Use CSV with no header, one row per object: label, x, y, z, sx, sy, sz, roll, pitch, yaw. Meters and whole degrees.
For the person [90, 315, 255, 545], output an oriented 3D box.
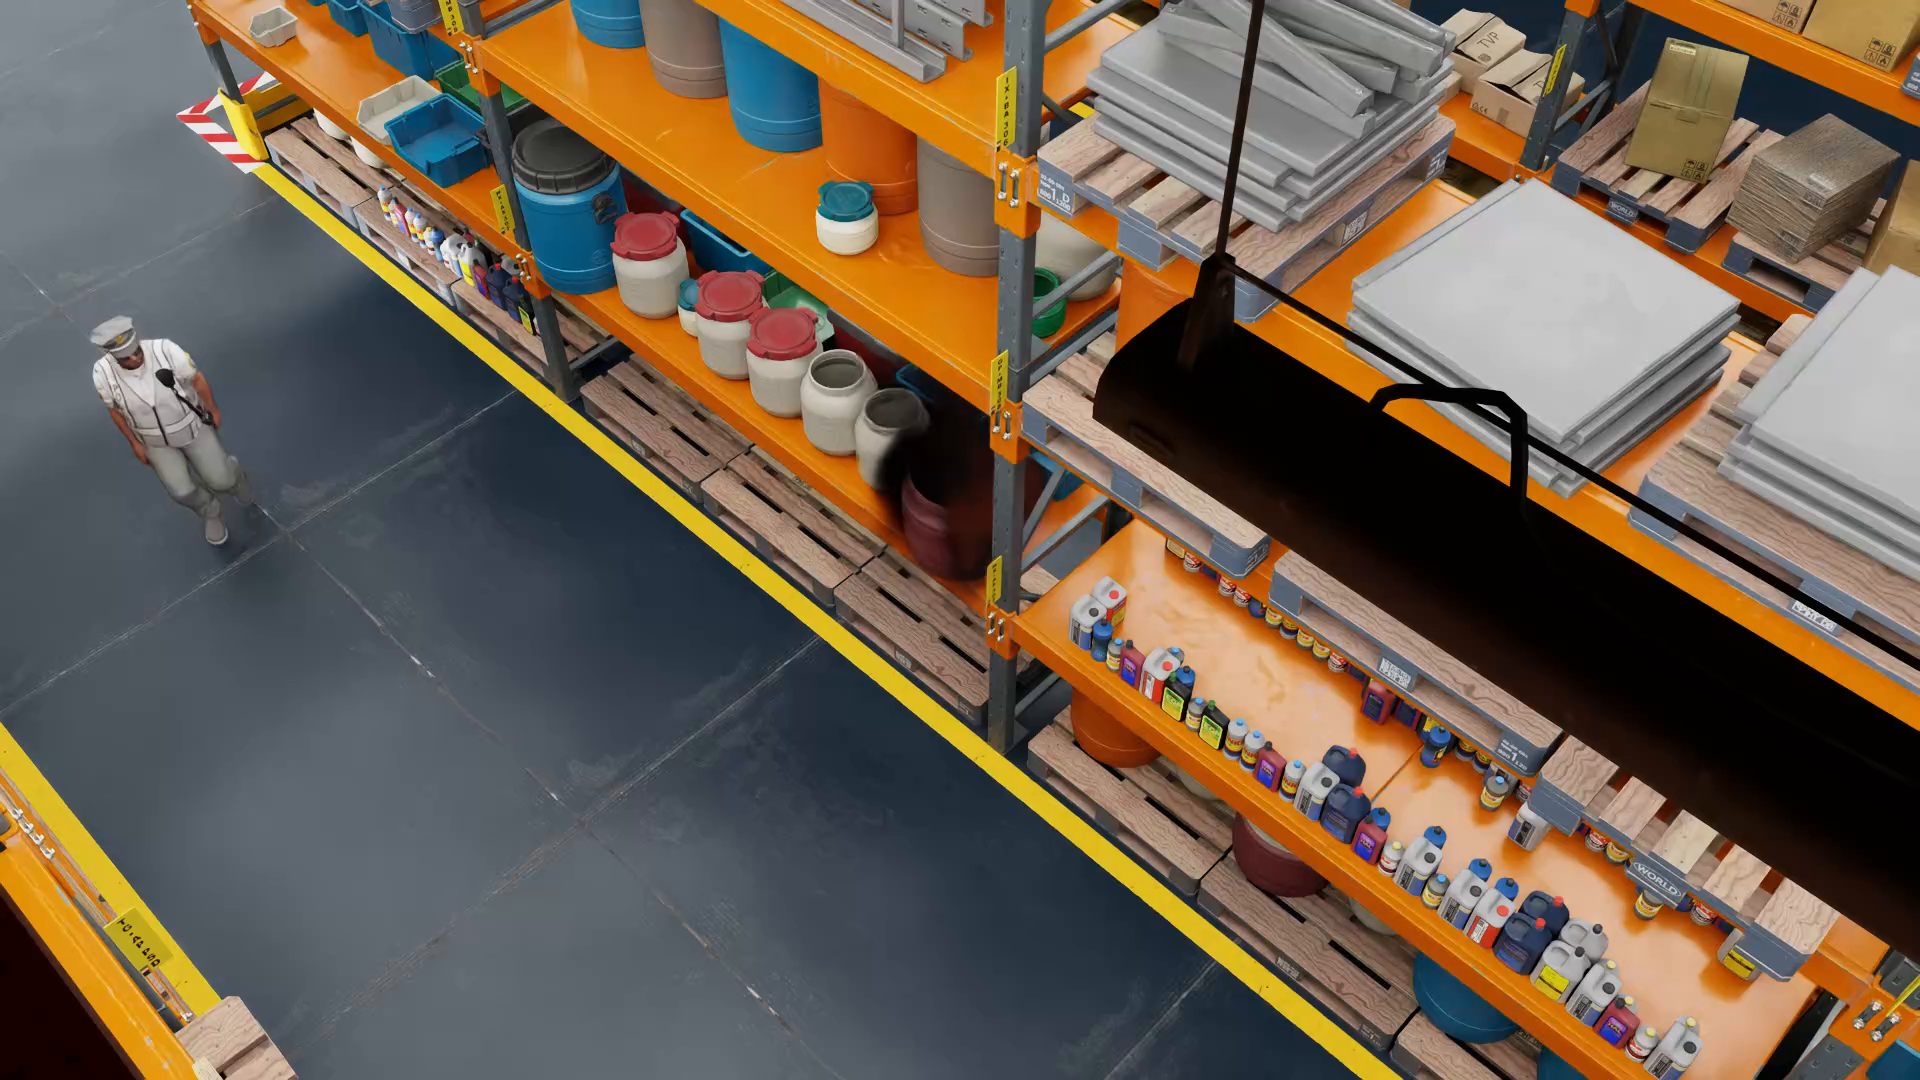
person,-4.646,-0.695,9.810,0.529,1.747,0.550,-8,51,-7
